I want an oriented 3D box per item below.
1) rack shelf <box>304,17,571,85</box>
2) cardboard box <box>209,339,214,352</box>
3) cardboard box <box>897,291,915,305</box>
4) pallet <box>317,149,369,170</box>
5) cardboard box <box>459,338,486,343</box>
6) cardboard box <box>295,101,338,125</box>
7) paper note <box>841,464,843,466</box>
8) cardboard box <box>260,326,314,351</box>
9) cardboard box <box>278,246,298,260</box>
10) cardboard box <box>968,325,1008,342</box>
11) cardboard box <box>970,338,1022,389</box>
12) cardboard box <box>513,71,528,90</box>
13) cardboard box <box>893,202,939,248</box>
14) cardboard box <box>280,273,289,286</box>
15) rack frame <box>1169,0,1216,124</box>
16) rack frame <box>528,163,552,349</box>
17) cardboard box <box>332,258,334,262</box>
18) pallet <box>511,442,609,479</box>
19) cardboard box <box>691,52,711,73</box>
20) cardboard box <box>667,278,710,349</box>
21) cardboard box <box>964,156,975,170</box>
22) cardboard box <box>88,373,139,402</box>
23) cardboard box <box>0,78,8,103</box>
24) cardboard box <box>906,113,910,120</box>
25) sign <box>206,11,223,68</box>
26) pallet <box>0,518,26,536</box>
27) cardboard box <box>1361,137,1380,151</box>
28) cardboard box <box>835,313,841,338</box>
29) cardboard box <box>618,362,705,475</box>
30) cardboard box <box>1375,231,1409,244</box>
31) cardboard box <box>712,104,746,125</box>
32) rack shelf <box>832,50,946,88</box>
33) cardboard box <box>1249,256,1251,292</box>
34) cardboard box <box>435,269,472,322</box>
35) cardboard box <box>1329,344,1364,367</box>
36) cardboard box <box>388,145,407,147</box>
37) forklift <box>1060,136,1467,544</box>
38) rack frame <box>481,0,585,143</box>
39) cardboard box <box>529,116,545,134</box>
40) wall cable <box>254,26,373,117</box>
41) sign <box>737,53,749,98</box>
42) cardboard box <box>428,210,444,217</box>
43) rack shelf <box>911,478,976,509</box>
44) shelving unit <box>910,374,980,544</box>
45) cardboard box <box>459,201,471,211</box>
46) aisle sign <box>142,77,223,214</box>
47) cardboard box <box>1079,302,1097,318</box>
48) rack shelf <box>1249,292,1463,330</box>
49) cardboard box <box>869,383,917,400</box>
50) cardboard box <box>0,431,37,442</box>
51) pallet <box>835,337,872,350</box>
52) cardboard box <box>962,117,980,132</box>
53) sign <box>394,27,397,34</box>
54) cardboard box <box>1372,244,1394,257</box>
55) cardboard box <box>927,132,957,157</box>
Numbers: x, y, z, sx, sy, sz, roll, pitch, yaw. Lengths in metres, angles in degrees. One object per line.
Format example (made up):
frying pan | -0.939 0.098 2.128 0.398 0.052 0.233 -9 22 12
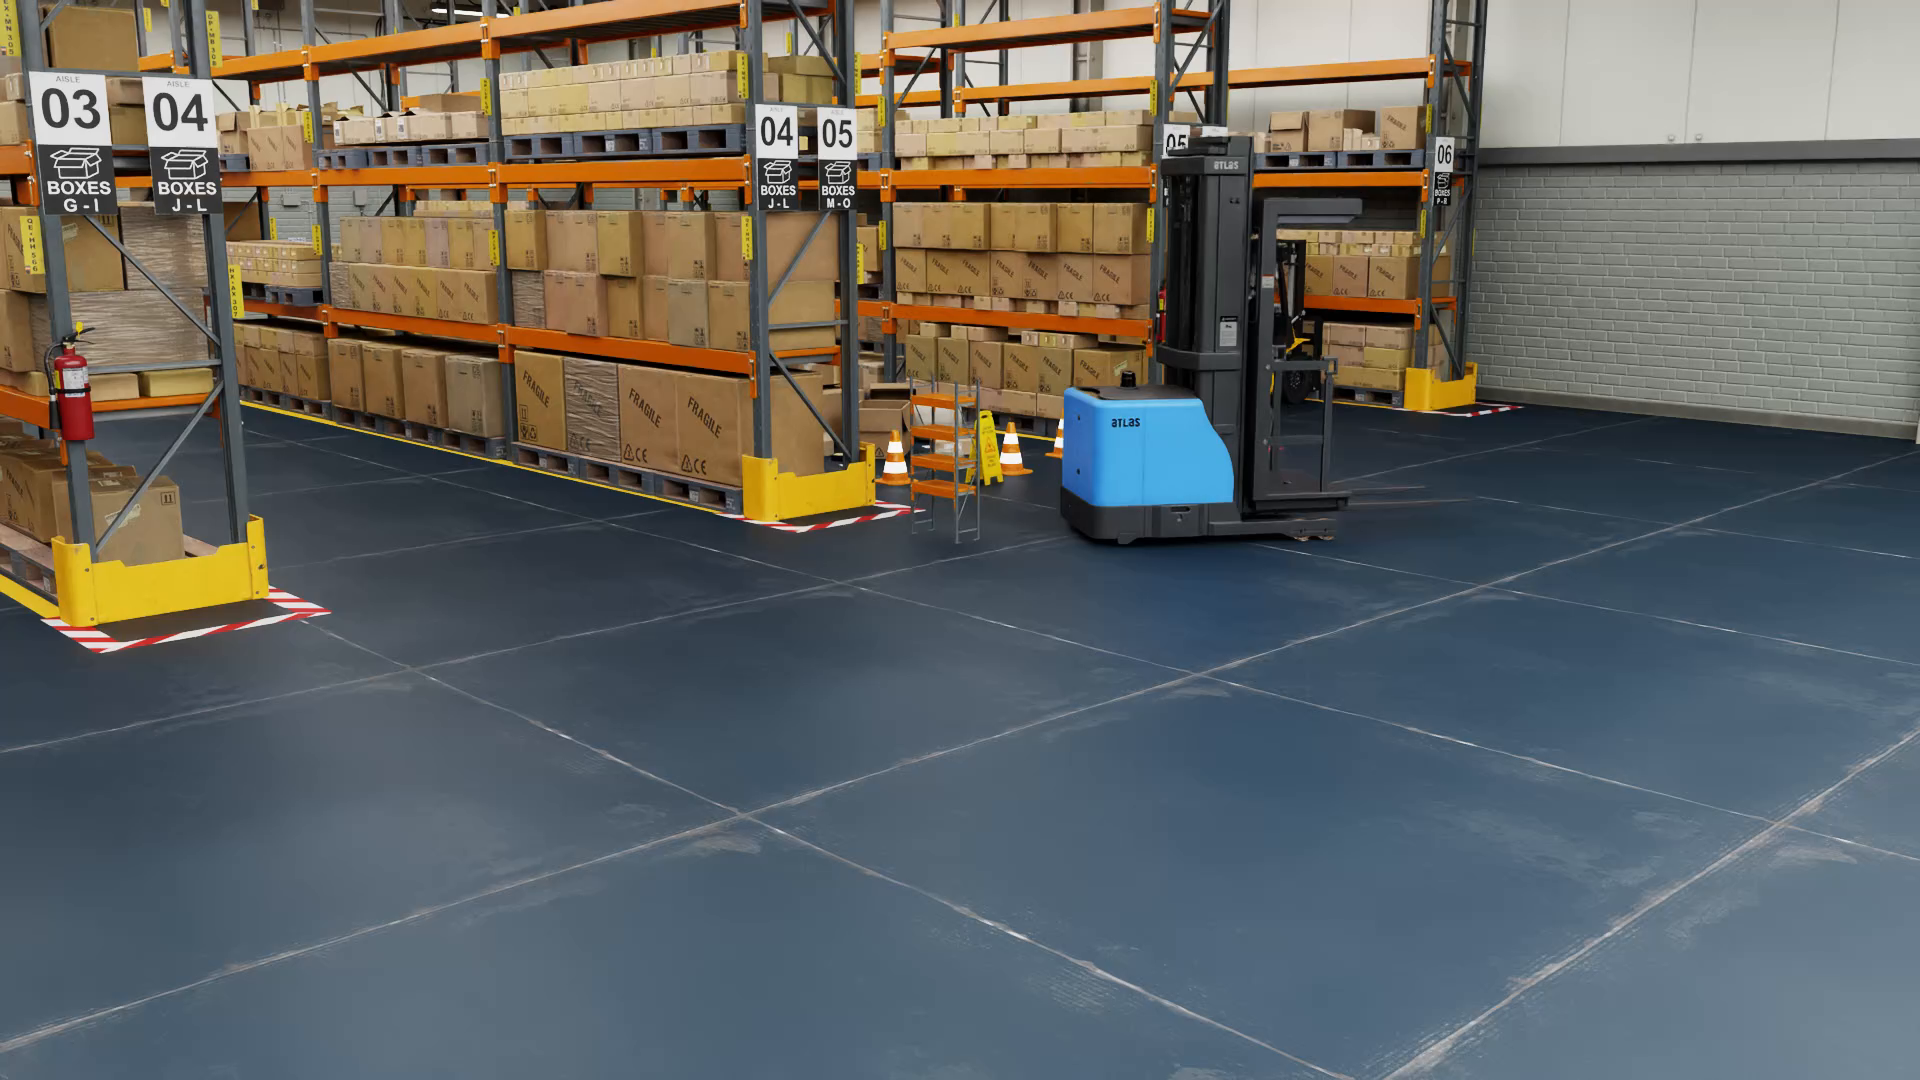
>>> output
rack shelf | -5.379 -4.982 17.068 1.077 0.370 4.000 -11 16 -43
cardboard box | -9.957 -2.584 22.072 0.380 0.149 0.250 -10 15 -41
cardboard box | -0.502 -2.791 19.148 0.380 0.149 0.250 -11 16 -43
pallet | -6.278 -4.174 18.273 1.213 0.211 1.003 -10 15 -40
cardboard box | -7.609 -3.492 27.237 0.875 0.438 0.875 -10 16 -41
cardboard box | -7.228 -4.800 18.698 0.396 0.266 0.258 -11 16 -43
paper note | -1.062 -0.721 15.839 0.144 0.017 0.142 -5 13 -23
cardboard box | -8.119 -2.445 20.139 0.500 0.250 0.500 -10 16 -41
cardboard box | -7.602 -3.303 19.117 0.380 0.149 0.250 -11 16 -43
cardboard box | 0.311 -2.285 18.376 0.380 0.149 0.250 -10 15 -39
cardboard box | 0.459 -1.955 18.382 0.500 0.500 0.500 -10 15 -40
cardboard box | -3.816 -4.154 15.065 0.380 0.149 0.250 -11 16 -43
cardboard box | -0.341 -3.595 18.964 0.700 0.500 0.500 -11 16 -43
cardboard box | -7.604 -3.011 19.176 0.380 0.149 0.250 -11 16 -43
rack frame | 3.099 -6.635 22.318 1.000 3.000 0.127 -11 16 -43
rack frame | -6.013 -4.172 25.230 1.000 3.000 0.127 -11 16 -43
cardboard box | -7.325 -3.289 19.786 0.250 0.149 0.380 11 16 43
pallet | -3.530 -0.813 15.833 1.003 0.211 1.213 -11 16 -43
cardboard box | -1.885 -3.746 13.087 0.380 0.149 0.250 -11 16 -42
cardboard box | -1.921 -1.915 13.902 0.875 0.550 0.550 -11 16 -43
cardboard box | 0.262 -4.122 18.174 0.250 0.149 0.380 11 16 43
cardboard box | -5.239 -0.930 10.114 0.380 0.149 0.250 -11 16 -43
cardboard box | -5.674 -2.707 10.068 0.250 0.149 0.380 11 16 43
cardboard box | -0.953 -5.064 20.214 0.500 0.250 0.500 -11 16 -44
sign | -4.501 -3.013 10.003 0.100 0.325 0.005 -11 16 -43
pallet | -7.166 -0.165 12.690 1.003 0.211 1.213 -11 16 -43
cardboard box | 5.070 -4.793 20.141 0.250 0.149 0.380 11 16 44
cardboard box | -1.879 -3.668 27.935 0.500 0.500 0.500 -11 16 -43
cardboard box | -2.361 -1.100 14.540 0.875 0.875 0.875 -11 16 -43
cardboard box | 5.269 -3.680 20.249 0.380 0.149 0.250 -11 16 -42
cardboard box | -1.711 -3.319 12.986 0.380 0.149 0.250 -11 16 -43
rack shelf | -1.869 -5.687 20.488 1.077 0.370 4.000 -11 16 -43
cardboard box | 3.939 -3.498 21.706 0.500 0.500 0.500 -11 16 -43
cardboard box | -4.901 -2.462 16.680 0.500 0.500 0.500 -11 16 -43
cardboard box | 4.961 -2.319 20.770 0.500 0.250 0.500 -11 16 -43
cardboard box | -6.188 -4.437 18.370 0.380 0.166 0.250 -11 16 -43
forklift | 2.352 -1.529 12.570 3.031 2.935 1.130 -2 12 -11
rack frame | -3.998 -5.239 15.538 1.000 3.000 0.127 -11 16 -43
cardboard box | -3.641 -3.727 14.966 0.380 0.149 0.250 -11 16 -43
wall cable | -12.361 -8.590 31.804 2.355 3.000 0.029 -11 16 -43
sign | -1.638 -3.507 12.569 0.100 0.325 0.005 -11 16 -43
cardboard box | -8.288 -5.111 27.059 0.500 0.500 0.500 11 16 44
rack shelf | -0.114 -0.351 12.461 0.258 0.148 0.480 -11 16 -43
shelving unit | -0.114 -0.612 12.408 0.258 1.200 0.503 -11 16 -43
cardboard box | -7.690 -5.290 26.321 0.250 0.149 0.380 11 16 44
aisle sign | -4.633 -2.346 9.923 0.394 0.787 0.004 -11 16 -43
cardboard box | 1.445 -2.385 17.176 0.380 0.149 0.250 -11 16 -44
rack shelf | 4.481 -3.053 21.579 1.077 0.370 4.000 -11 16 -43
cardboard box | -0.732 -1.436 18.136 0.500 0.500 0.500 -1 12 -4
cardboard box | -7.408 -0.541 12.760 0.500 0.500 0.500 11 16 43
pallet | -1.836 -3.385 28.321 1.003 0.211 1.213 -11 16 -43
cardboard box | 0.240 -4.505 18.058 0.250 0.149 0.380 11 16 43
sign | -9.181 -8.153 26.977 0.100 0.325 0.005 -11 16 -43
cardboard box | 5.222 -3.525 20.231 0.380 0.149 0.250 -11 16 -42
cardboard box | -0.019 -4.370 18.390 0.500 0.250 0.500 -11 16 -43
